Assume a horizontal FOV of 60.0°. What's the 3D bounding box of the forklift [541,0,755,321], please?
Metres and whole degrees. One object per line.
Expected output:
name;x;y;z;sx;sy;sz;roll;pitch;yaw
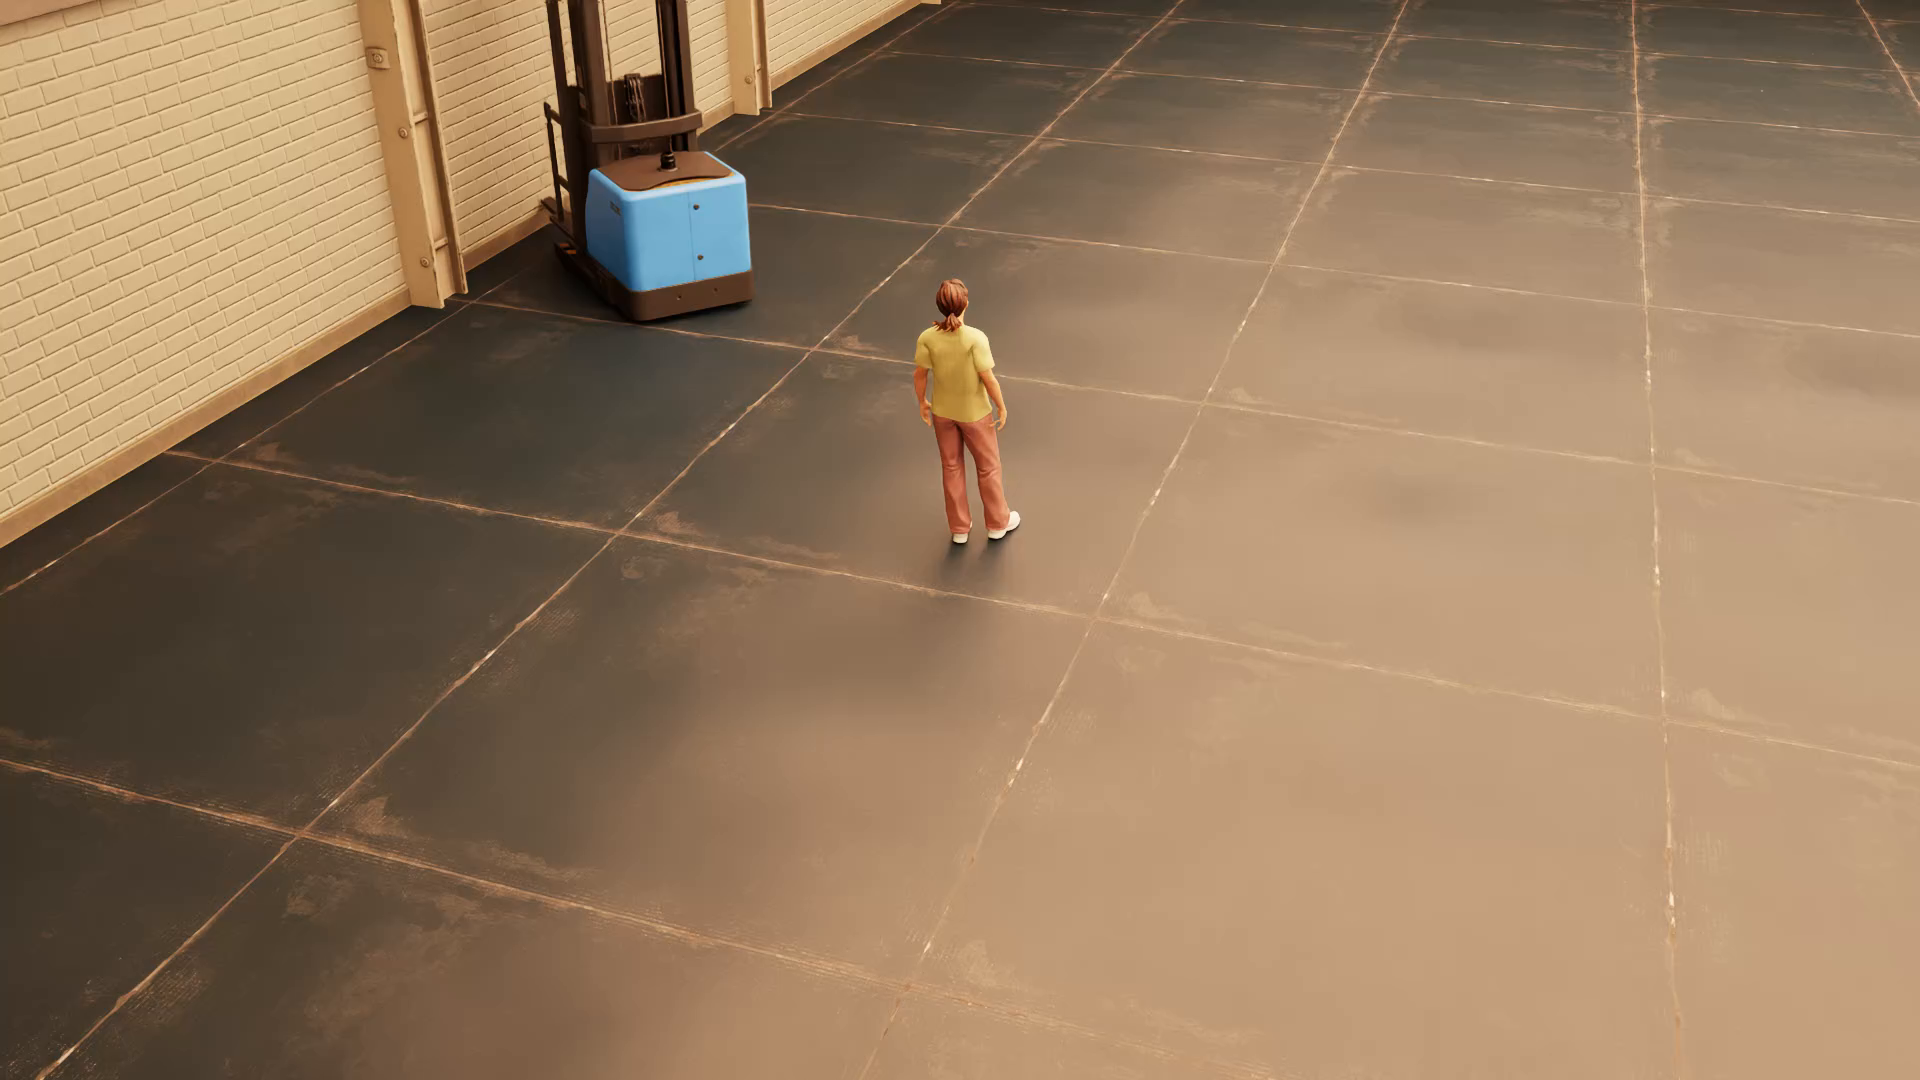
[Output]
forklift;-2.823;-3.676;13.584;1.130;2.935;3.031;-16;33;-26

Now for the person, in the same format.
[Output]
person;0.035;-0.767;9.734;0.553;1.675;0.549;10;31;16
